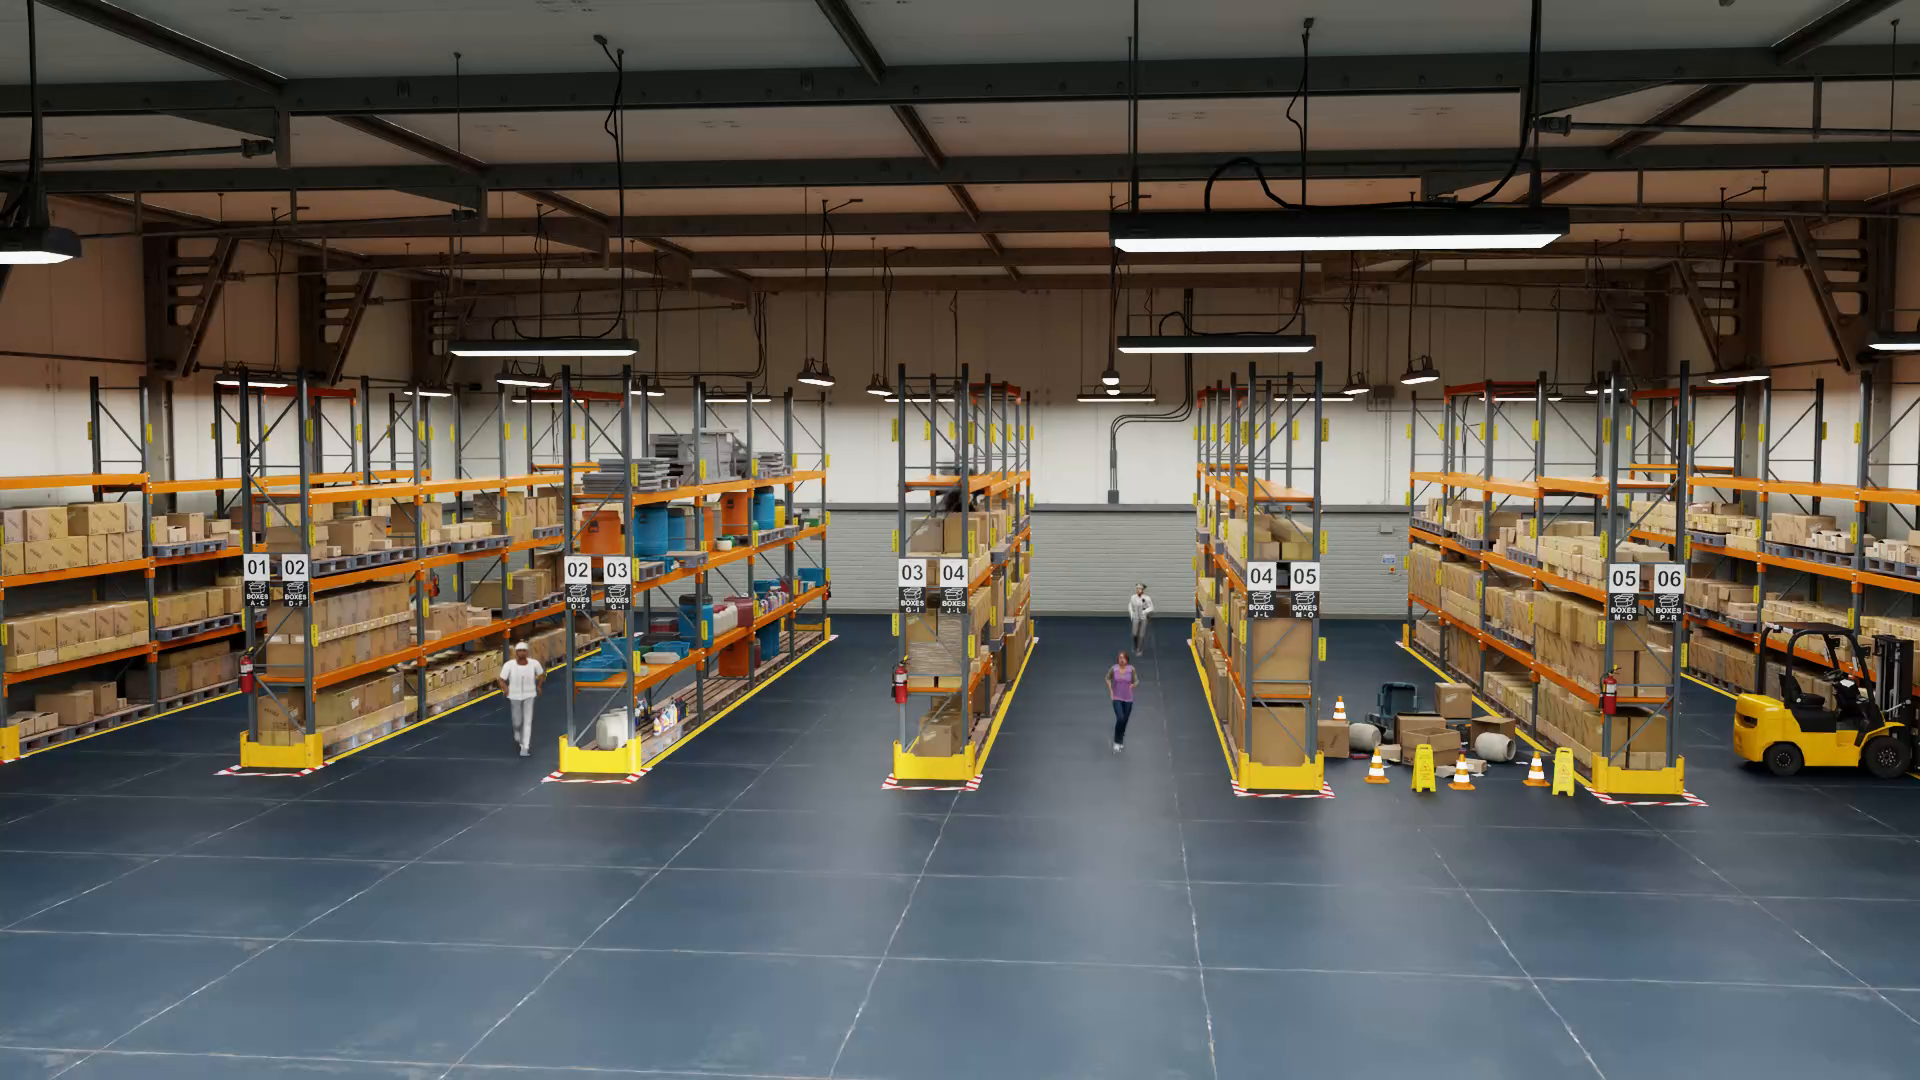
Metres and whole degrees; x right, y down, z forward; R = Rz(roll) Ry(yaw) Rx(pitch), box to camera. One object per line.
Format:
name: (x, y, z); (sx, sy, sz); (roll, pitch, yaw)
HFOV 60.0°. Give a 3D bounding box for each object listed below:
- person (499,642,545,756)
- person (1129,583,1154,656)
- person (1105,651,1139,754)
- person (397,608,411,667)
person: (-6.855, 2.468, 26.051); (0.696, 1.750, 0.870); (-1, 4, -16)
person: (4.024, 1.782, 37.196); (0.597, 1.665, 0.557); (1, 4, 18)
person: (2.554, 2.544, 26.059); (0.507, 1.625, 0.684); (0, 4, -4)
person: (-12.016, 1.932, 35.770); (0.535, 1.548, 0.567); (0, 4, 0)
